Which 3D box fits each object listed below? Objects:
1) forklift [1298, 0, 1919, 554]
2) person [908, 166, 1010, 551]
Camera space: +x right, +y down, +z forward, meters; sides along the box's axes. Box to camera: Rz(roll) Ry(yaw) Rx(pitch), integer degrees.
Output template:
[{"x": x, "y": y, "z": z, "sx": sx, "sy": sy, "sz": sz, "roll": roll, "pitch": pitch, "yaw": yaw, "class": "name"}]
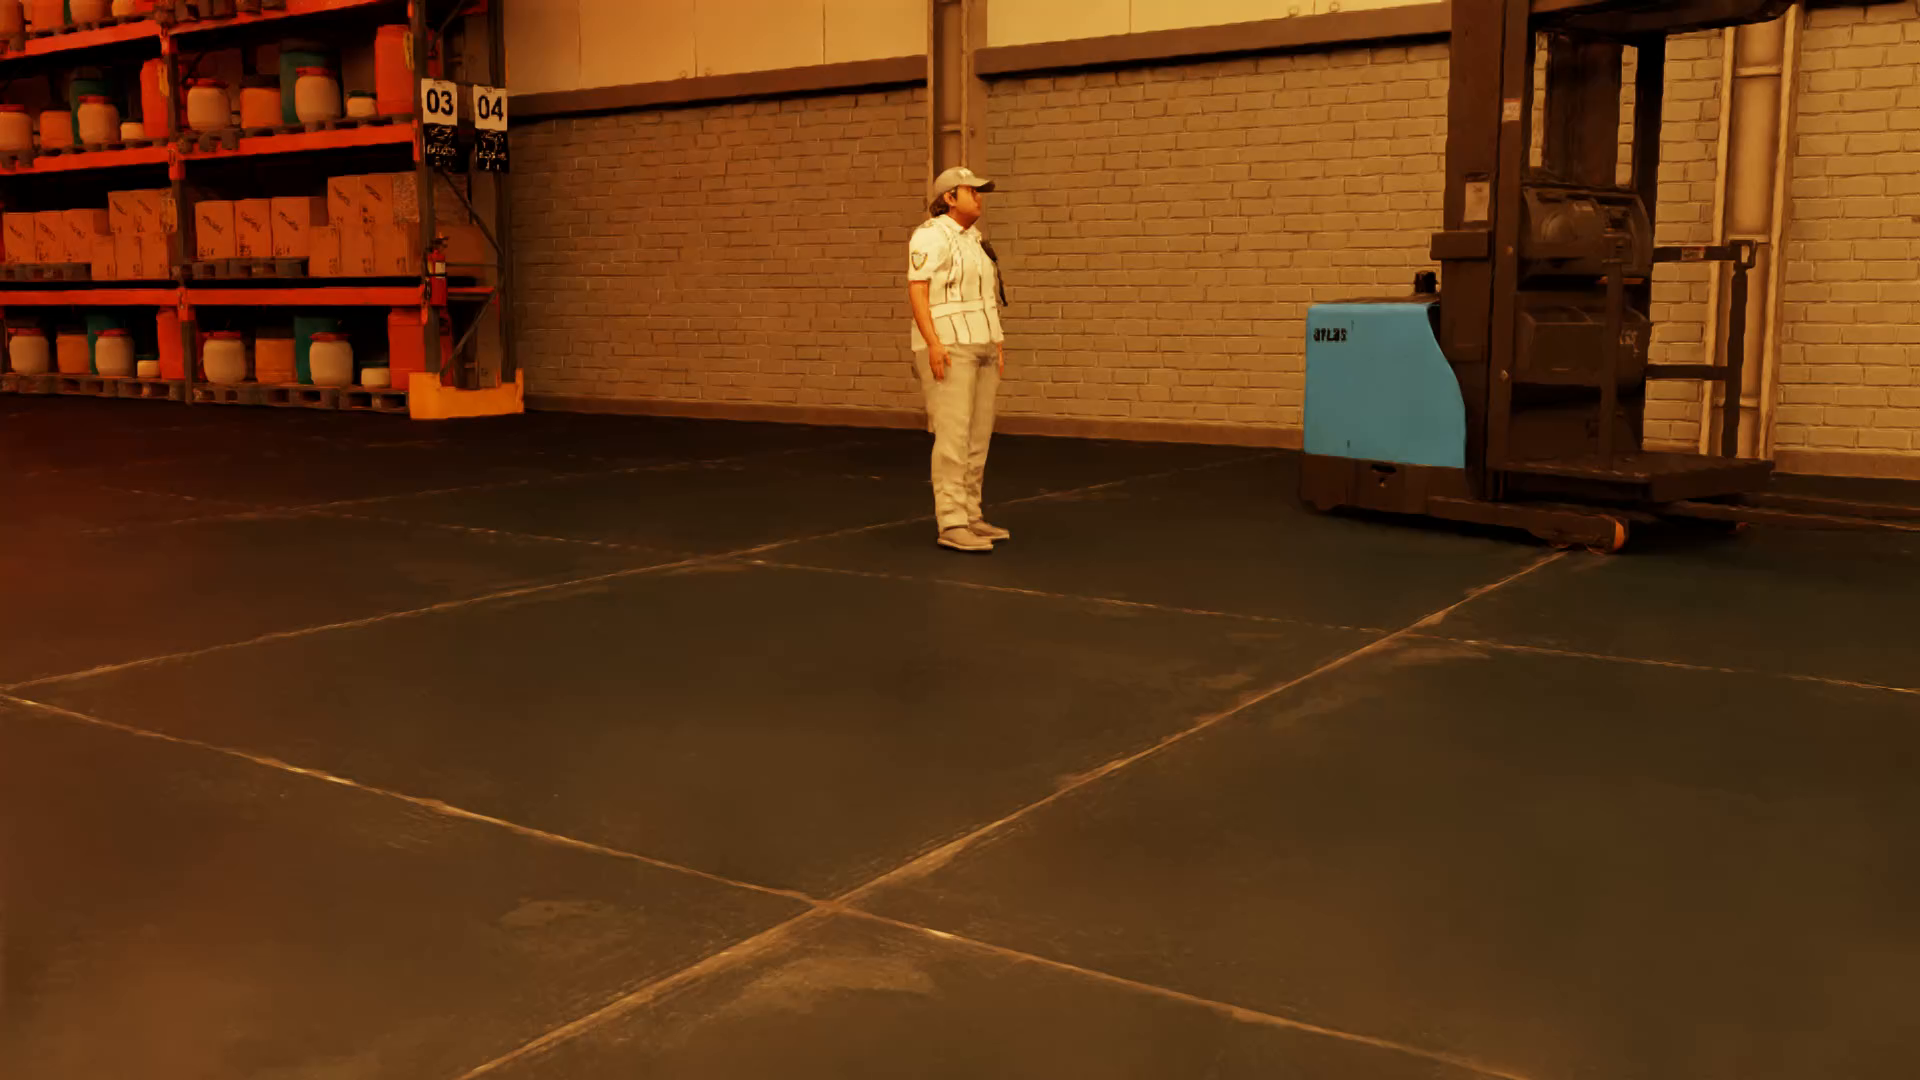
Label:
[{"x": 3.021, "y": -1.467, "z": 7.506, "sx": 1.130, "sy": 2.935, "sz": 3.031, "roll": -6, "pitch": 10, "yaw": -36, "class": "forklift"}, {"x": 0.051, "y": -0.823, "z": 7.424, "sx": 0.529, "sy": 1.669, "sz": 0.598, "roll": 5, "pitch": 10, "yaw": 34, "class": "person"}]
